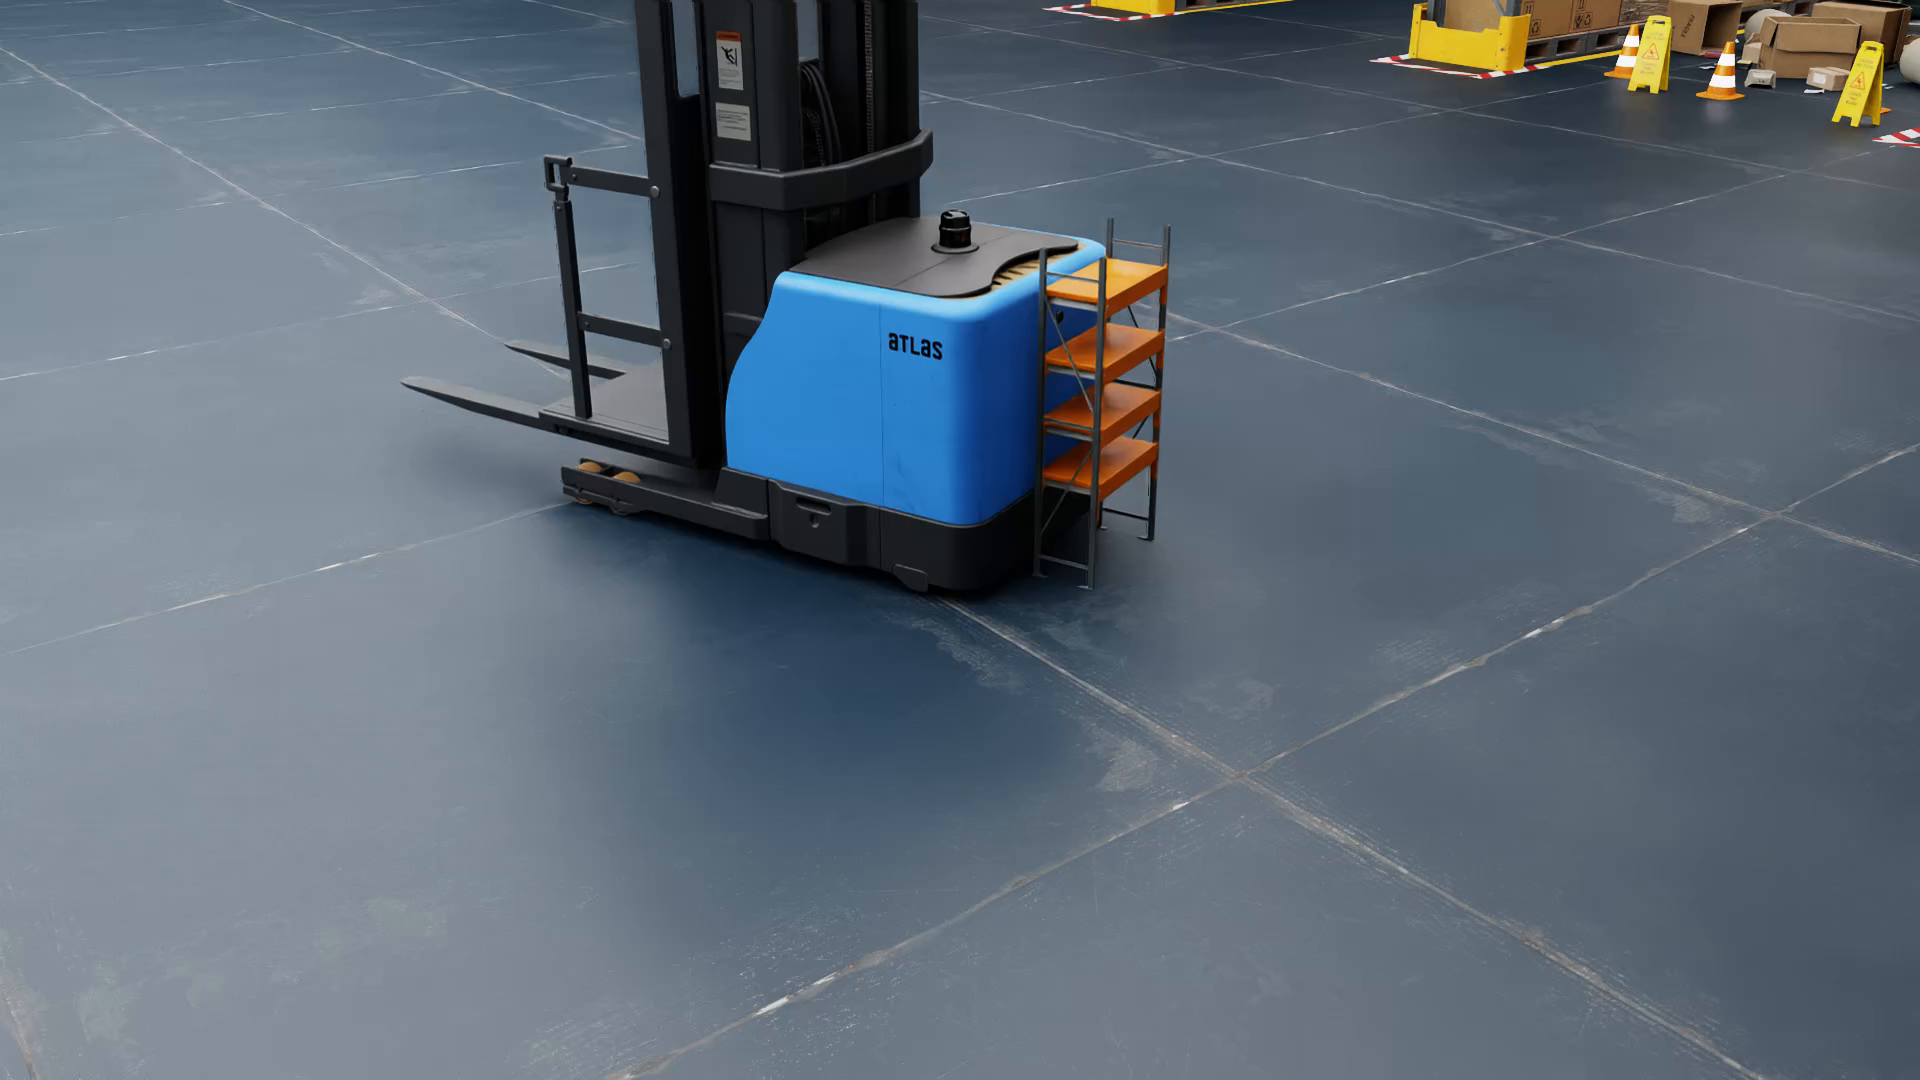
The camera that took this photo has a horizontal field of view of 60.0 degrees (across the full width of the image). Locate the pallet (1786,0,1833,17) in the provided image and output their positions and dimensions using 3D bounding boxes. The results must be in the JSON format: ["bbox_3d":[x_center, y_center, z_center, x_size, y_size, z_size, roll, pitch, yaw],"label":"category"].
[{"bbox_3d":[9.665,-6.394,19.777,1.213,0.211,1.003,-18,31,-34],"label":"pallet"}]

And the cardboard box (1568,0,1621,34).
[{"bbox_3d":[6.180,-5.730,17.059,0.875,0.875,0.875,-19,31,-35],"label":"cardboard box"}]

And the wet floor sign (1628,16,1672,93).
[{"bbox_3d":[6.195,-4.345,14.845,0.267,0.644,0.232,21,32,37],"label":"wet floor sign"}]

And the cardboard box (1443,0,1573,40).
[{"bbox_3d":[5.489,-5.501,16.565,0.875,0.875,0.875,-18,30,-34],"label":"cardboard box"}]

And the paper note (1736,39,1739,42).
[{"bbox_3d":[8.173,-5.294,17.620,0.147,0.020,0.142,5,25,11],"label":"paper note"}]

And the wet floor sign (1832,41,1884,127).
[{"bbox_3d":[7.320,-3.700,13.455,0.232,0.644,0.267,-8,26,-16],"label":"wet floor sign"}]

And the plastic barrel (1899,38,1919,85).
[{"bbox_3d":[8.821,-4.332,15.082,0.421,0.421,0.512,1,25,2],"label":"plastic barrel"}]

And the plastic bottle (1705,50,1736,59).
[{"bbox_3d":[7.605,-4.843,16.613,0.283,0.061,0.133,15,29,29],"label":"plastic bottle"}]

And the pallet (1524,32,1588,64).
[{"bbox_3d":[5.577,-5.045,16.870,1.213,0.211,1.003,-18,31,-34],"label":"pallet"}]

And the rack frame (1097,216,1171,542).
[{"bbox_3d":[0.623,-0.566,6.045,0.240,1.200,0.015,14,29,28],"label":"rack frame"}]

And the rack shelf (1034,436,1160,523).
[{"bbox_3d":[0.496,-0.237,5.968,0.258,0.148,0.480,14,29,28],"label":"rack shelf"}]

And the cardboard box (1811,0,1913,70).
[{"bbox_3d":[8.681,-4.932,16.119,0.503,0.637,0.797,-18,31,-34],"label":"cardboard box"}]

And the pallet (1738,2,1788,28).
[{"bbox_3d":[8.704,-6.076,19.091,1.213,0.211,1.003,-18,31,-34],"label":"pallet"}]

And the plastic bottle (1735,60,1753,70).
[{"bbox_3d":[7.588,-4.603,16.096,0.133,0.061,0.283,15,29,29],"label":"plastic bottle"}]

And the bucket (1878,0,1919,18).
[{"bbox_3d":[9.459,-5.521,16.665,0.620,0.611,0.726,2,23,-21],"label":"bucket"}]

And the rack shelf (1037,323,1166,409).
[{"bbox_3d":[0.496,-0.620,5.790,0.258,0.148,0.480,14,29,28],"label":"rack shelf"}]

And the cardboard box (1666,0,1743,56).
[{"bbox_3d":[7.555,-5.239,16.942,0.500,0.500,0.500,-13,28,-25],"label":"cardboard box"}]

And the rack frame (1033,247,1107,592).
[{"bbox_3d":[0.369,-0.391,5.667,0.240,1.200,0.015,14,29,28],"label":"rack frame"}]

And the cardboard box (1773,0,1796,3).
[{"bbox_3d":[9.338,-6.726,19.352,0.750,0.750,1.050,-18,31,-34],"label":"cardboard box"}]

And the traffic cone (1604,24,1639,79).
[{"bbox_3d":[6.290,-4.593,15.597,0.334,0.463,0.336,-18,31,-34],"label":"traffic cone"}]

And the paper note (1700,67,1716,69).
[{"bbox_3d":[7.245,-4.563,16.047,0.142,0.017,0.144,-8,26,-16],"label":"paper note"}]

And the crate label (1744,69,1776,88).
[{"bbox_3d":[7.300,-4.207,15.153,0.250,0.136,0.298,10,27,20],"label":"crate label"}]

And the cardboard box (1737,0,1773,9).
[{"bbox_3d":[8.577,-6.476,18.815,0.750,0.750,1.050,-18,31,-34],"label":"cardboard box"}]

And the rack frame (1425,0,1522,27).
[{"bbox_3d":[4.996,-6.076,15.779,0.127,3.000,1.000,-18,31,-34],"label":"rack frame"}]

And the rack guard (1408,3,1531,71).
[{"bbox_3d":[4.977,-4.936,16.292,0.348,0.500,1.175,-18,31,-34],"label":"rack guard"}]

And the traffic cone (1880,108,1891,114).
[{"bbox_3d":[7.672,-3.851,13.998,0.334,0.463,0.336,-18,31,-34],"label":"traffic cone"}]

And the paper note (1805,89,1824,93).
[{"bbox_3d":[7.645,-4.021,14.877,0.148,0.019,0.142,15,29,29],"label":"paper note"}]

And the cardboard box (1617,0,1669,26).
[{"bbox_3d":[6.898,-5.966,17.568,0.875,0.875,0.875,-18,30,-34],"label":"cardboard box"}]

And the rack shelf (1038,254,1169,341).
[{"bbox_3d":[0.496,-0.835,5.690,0.258,0.148,0.480,14,29,28],"label":"rack shelf"}]

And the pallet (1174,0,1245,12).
[{"bbox_3d":[2.736,-6.700,20.435,1.213,0.211,1.003,-18,31,-34],"label":"pallet"}]

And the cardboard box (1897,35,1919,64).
[{"bbox_3d":[9.312,-4.761,16.193,0.258,0.266,0.396,5,25,11],"label":"cardboard box"}]

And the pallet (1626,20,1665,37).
[{"bbox_3d":[7.497,-5.679,18.235,1.213,0.211,1.003,-18,31,-34],"label":"pallet"}]

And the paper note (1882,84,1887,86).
[{"bbox_3d":[8.406,-4.187,15.248,0.142,0.019,0.148,-8,26,-16],"label":"paper note"}]

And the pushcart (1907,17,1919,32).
[{"bbox_3d":[9.831,-5.055,16.693,1.648,0.377,0.936,15,29,29],"label":"pushcart"}]

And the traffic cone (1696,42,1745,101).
[{"bbox_3d":[6.720,-4.130,14.600,0.334,0.463,0.336,-18,31,-34],"label":"traffic cone"}]

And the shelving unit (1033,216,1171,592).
[{"bbox_3d":[0.496,-0.479,5.856,0.258,1.200,0.503,14,29,28],"label":"shelving unit"}]

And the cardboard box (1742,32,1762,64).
[{"bbox_3d":[7.927,-4.818,16.317,0.258,0.266,0.396,-13,28,-25],"label":"cardboard box"}]

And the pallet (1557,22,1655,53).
[{"bbox_3d":[6.536,-5.360,17.549,1.213,0.211,1.003,-18,31,-34],"label":"pallet"}]

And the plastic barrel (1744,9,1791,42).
[{"bbox_3d":[8.197,-5.144,16.830,0.421,0.421,0.512,1,25,2],"label":"plastic barrel"}]

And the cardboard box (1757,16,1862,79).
[{"bbox_3d":[7.950,-4.625,15.618,0.797,0.503,0.637,5,25,11],"label":"cardboard box"}]

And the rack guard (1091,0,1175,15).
[{"bbox_3d":[2.075,-6.631,19.945,0.348,0.500,1.175,-18,31,-34],"label":"rack guard"}]

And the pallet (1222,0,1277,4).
[{"bbox_3d":[3.695,-7.015,21.114,1.213,0.211,1.003,-18,31,-34],"label":"pallet"}]

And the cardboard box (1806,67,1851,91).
[{"bbox_3d":[7.914,-4.179,15.078,0.250,0.149,0.380,-3,25,-7],"label":"cardboard box"}]

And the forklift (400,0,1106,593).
[{"bbox_3d":[-0.965,-1.597,6.210,3.031,2.935,1.130,15,29,29],"label":"forklift"}]

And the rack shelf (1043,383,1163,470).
[{"bbox_3d":[0.496,-0.417,5.884,0.258,0.148,0.480,14,29,28],"label":"rack shelf"}]
